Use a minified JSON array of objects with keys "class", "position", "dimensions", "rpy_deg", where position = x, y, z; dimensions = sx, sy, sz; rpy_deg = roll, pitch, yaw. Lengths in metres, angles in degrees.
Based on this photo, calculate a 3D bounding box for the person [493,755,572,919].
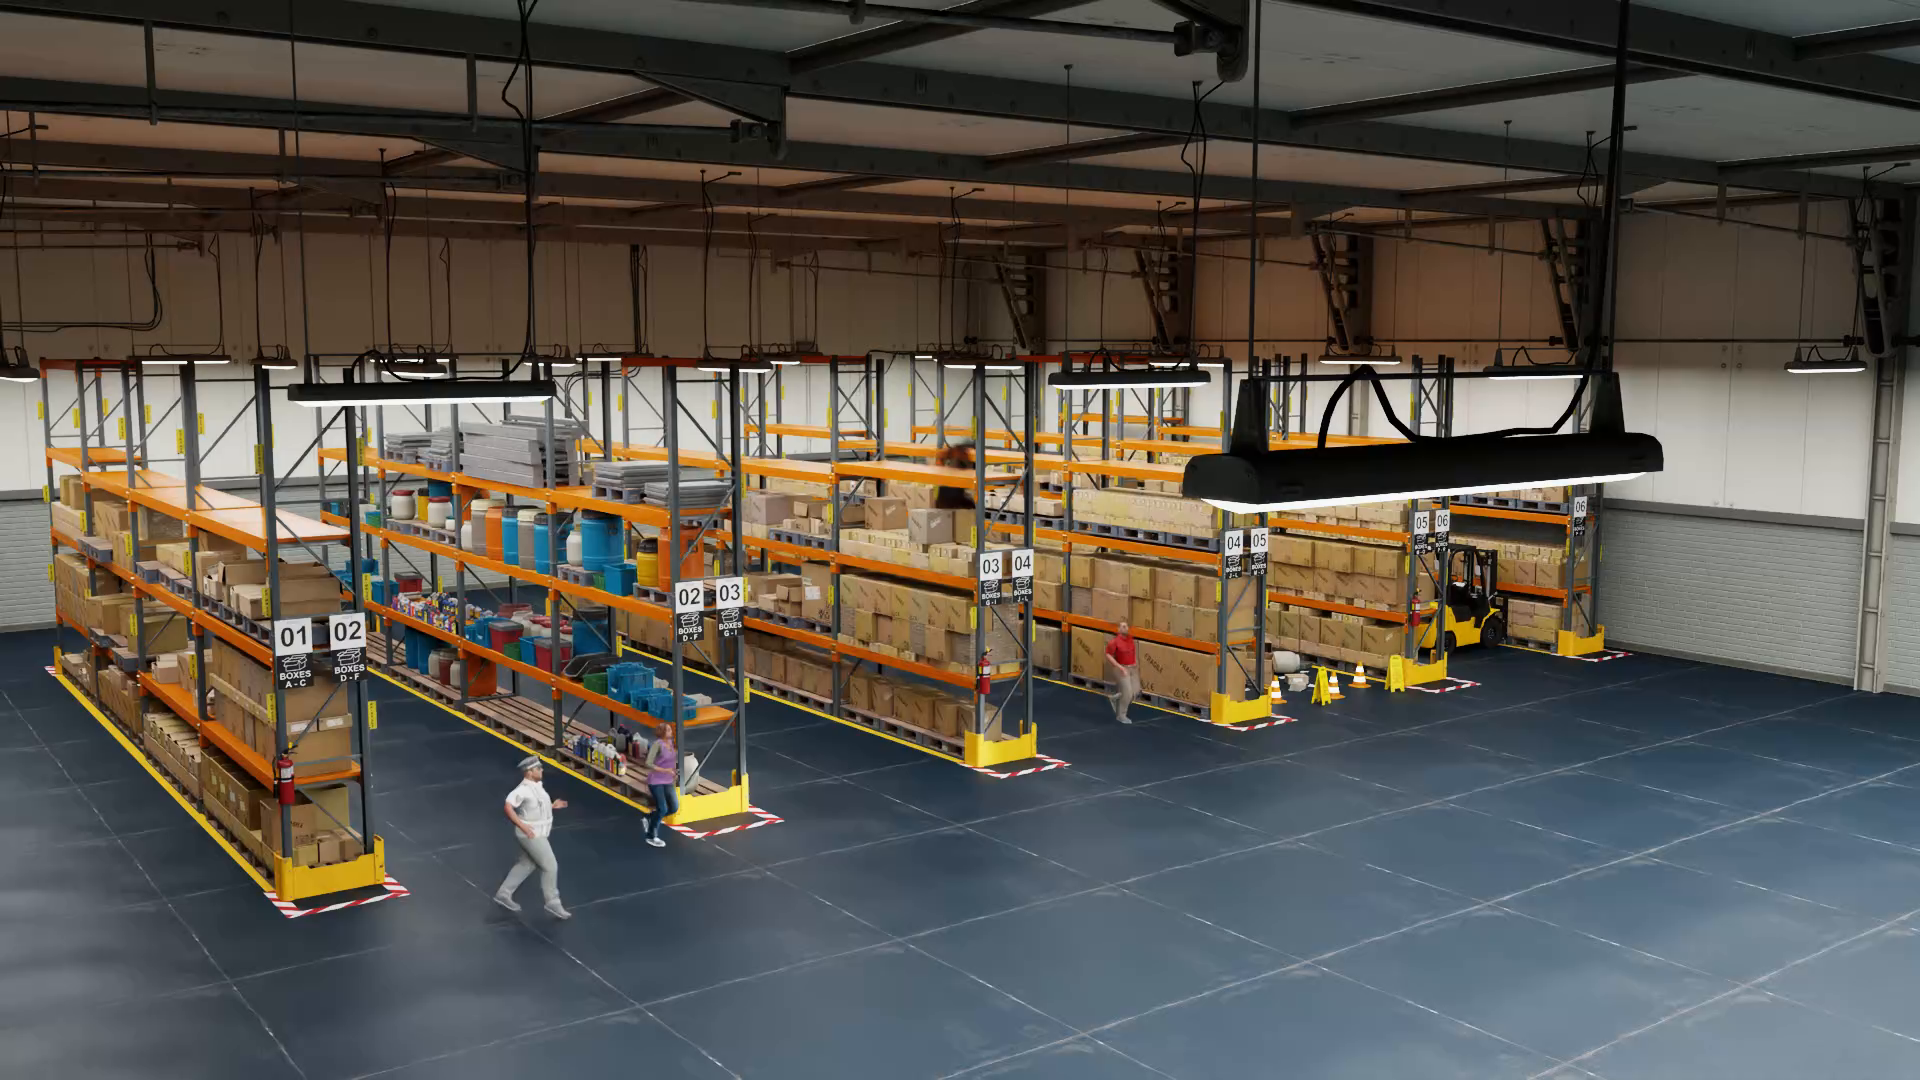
[{"class":"person","position":[-4.724,3.267,18.284],"dimensions":[0.850,1.844,0.647],"rpy_deg":[-1,7,-11]}]

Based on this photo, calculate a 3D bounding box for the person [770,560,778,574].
[{"class":"person","position":[-4.810,0.473,42.071],"dimensions":[0.719,1.673,0.643],"rpy_deg":[-7,9,-44]}]

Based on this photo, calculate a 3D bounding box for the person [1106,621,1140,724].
[{"class":"person","position":[2.697,2.184,27.692],"dimensions":[0.661,1.697,0.564],"rpy_deg":[-7,10,-44]}]

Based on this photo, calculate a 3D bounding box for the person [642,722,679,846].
[{"class":"person","position":[-3.737,3.062,20.969],"dimensions":[0.570,1.551,0.557],"rpy_deg":[3,8,25]}]
